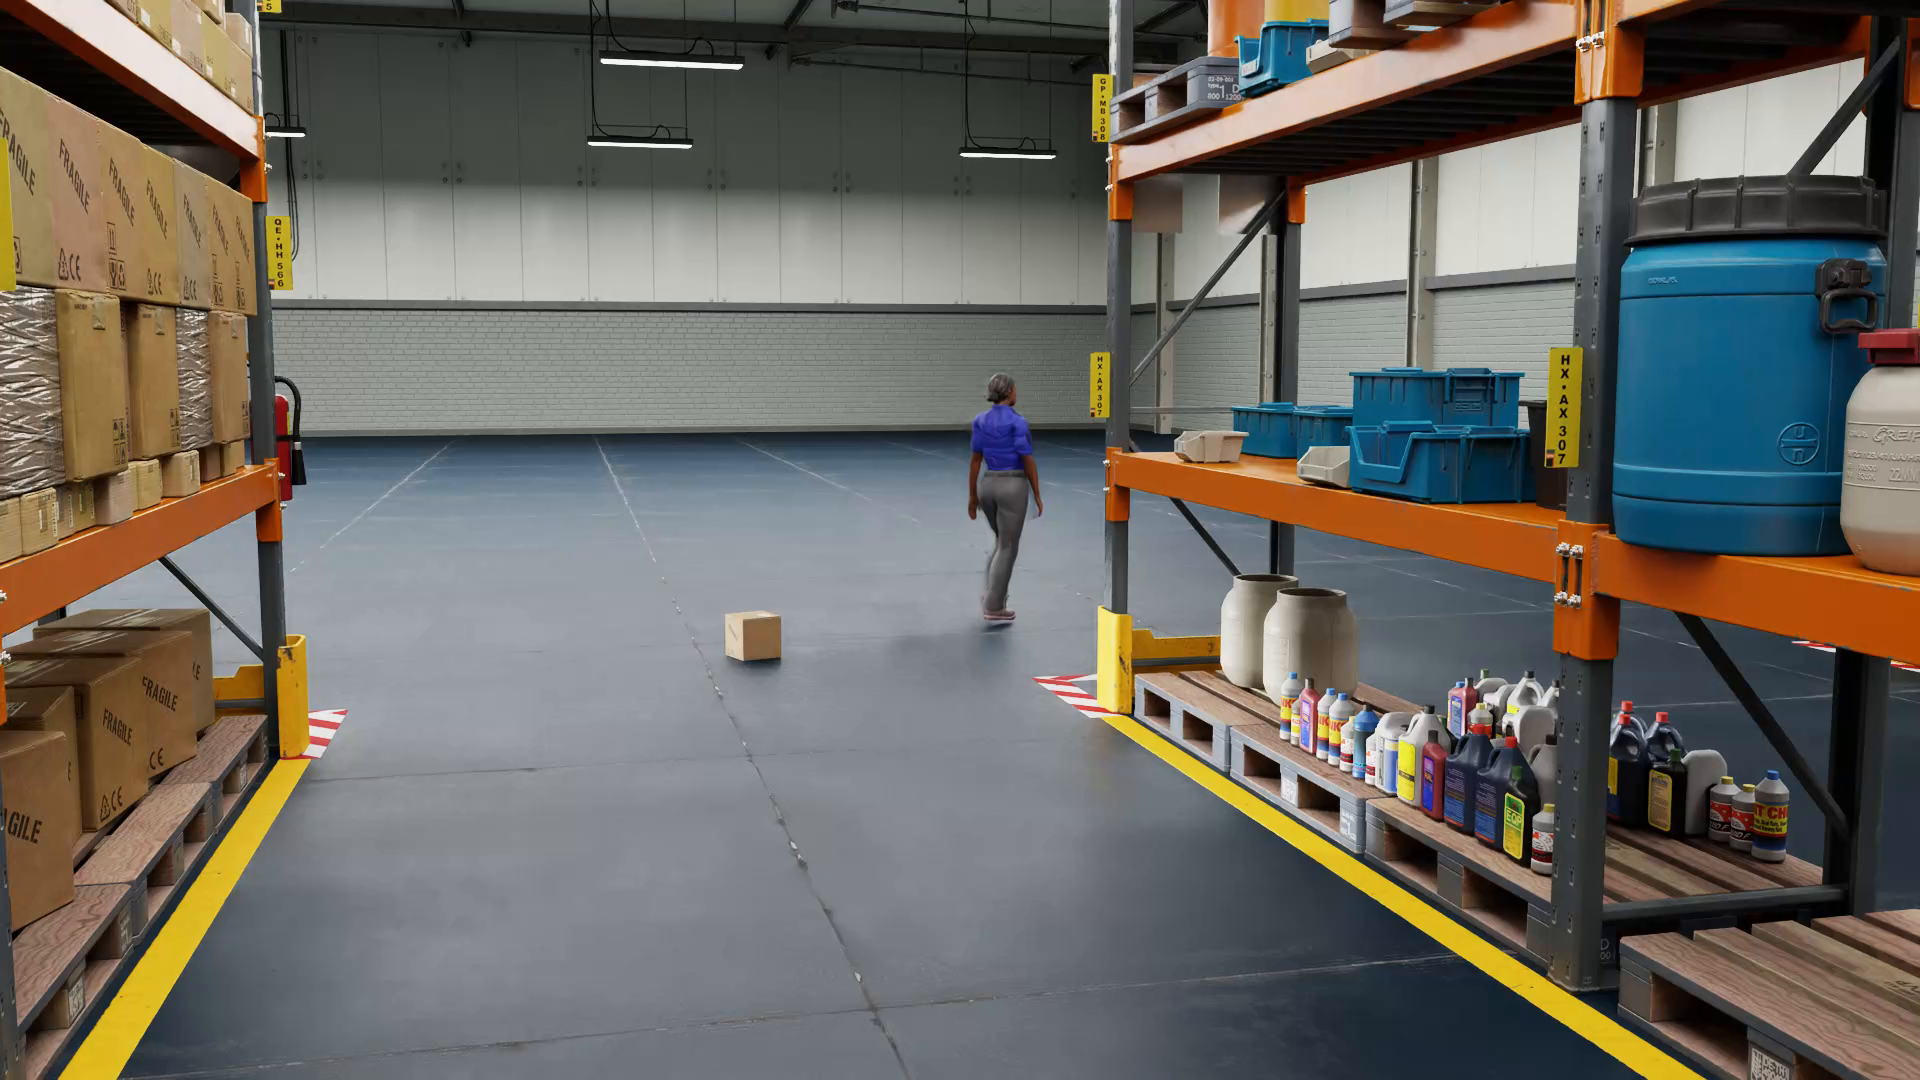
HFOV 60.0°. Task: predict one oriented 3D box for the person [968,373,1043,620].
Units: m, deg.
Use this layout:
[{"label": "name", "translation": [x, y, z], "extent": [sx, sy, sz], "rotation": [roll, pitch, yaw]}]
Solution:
[{"label": "person", "translation": [0.312, -0.258, 11.136], "extent": [0.485, 1.714, 0.495], "rotation": [5, 8, 39]}]
